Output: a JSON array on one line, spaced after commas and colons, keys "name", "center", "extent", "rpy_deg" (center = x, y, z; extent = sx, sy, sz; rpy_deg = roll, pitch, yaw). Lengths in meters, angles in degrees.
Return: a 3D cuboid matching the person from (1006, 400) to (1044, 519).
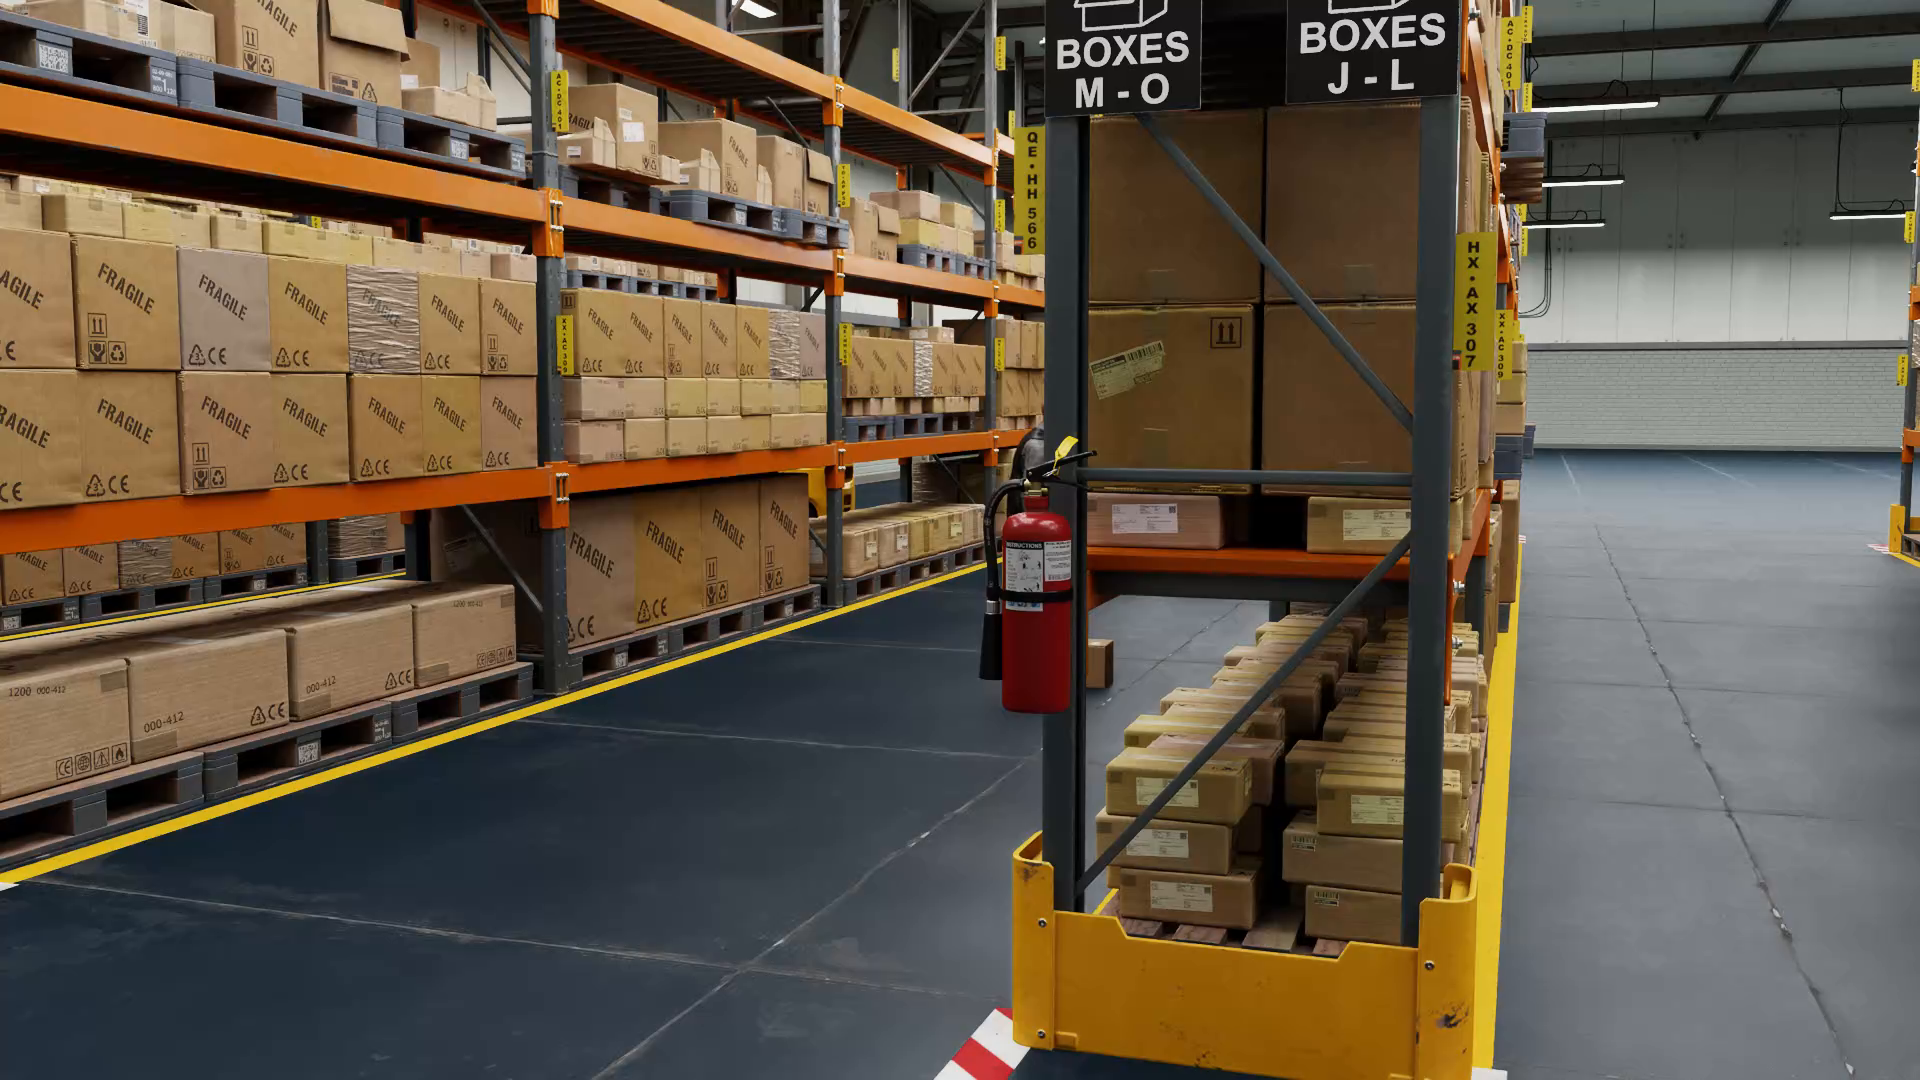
[{"name": "person", "center": [0.487, -0.016, 9.797], "extent": [0.412, 1.721, 0.582], "rpy_deg": [2, 5, 18]}]
